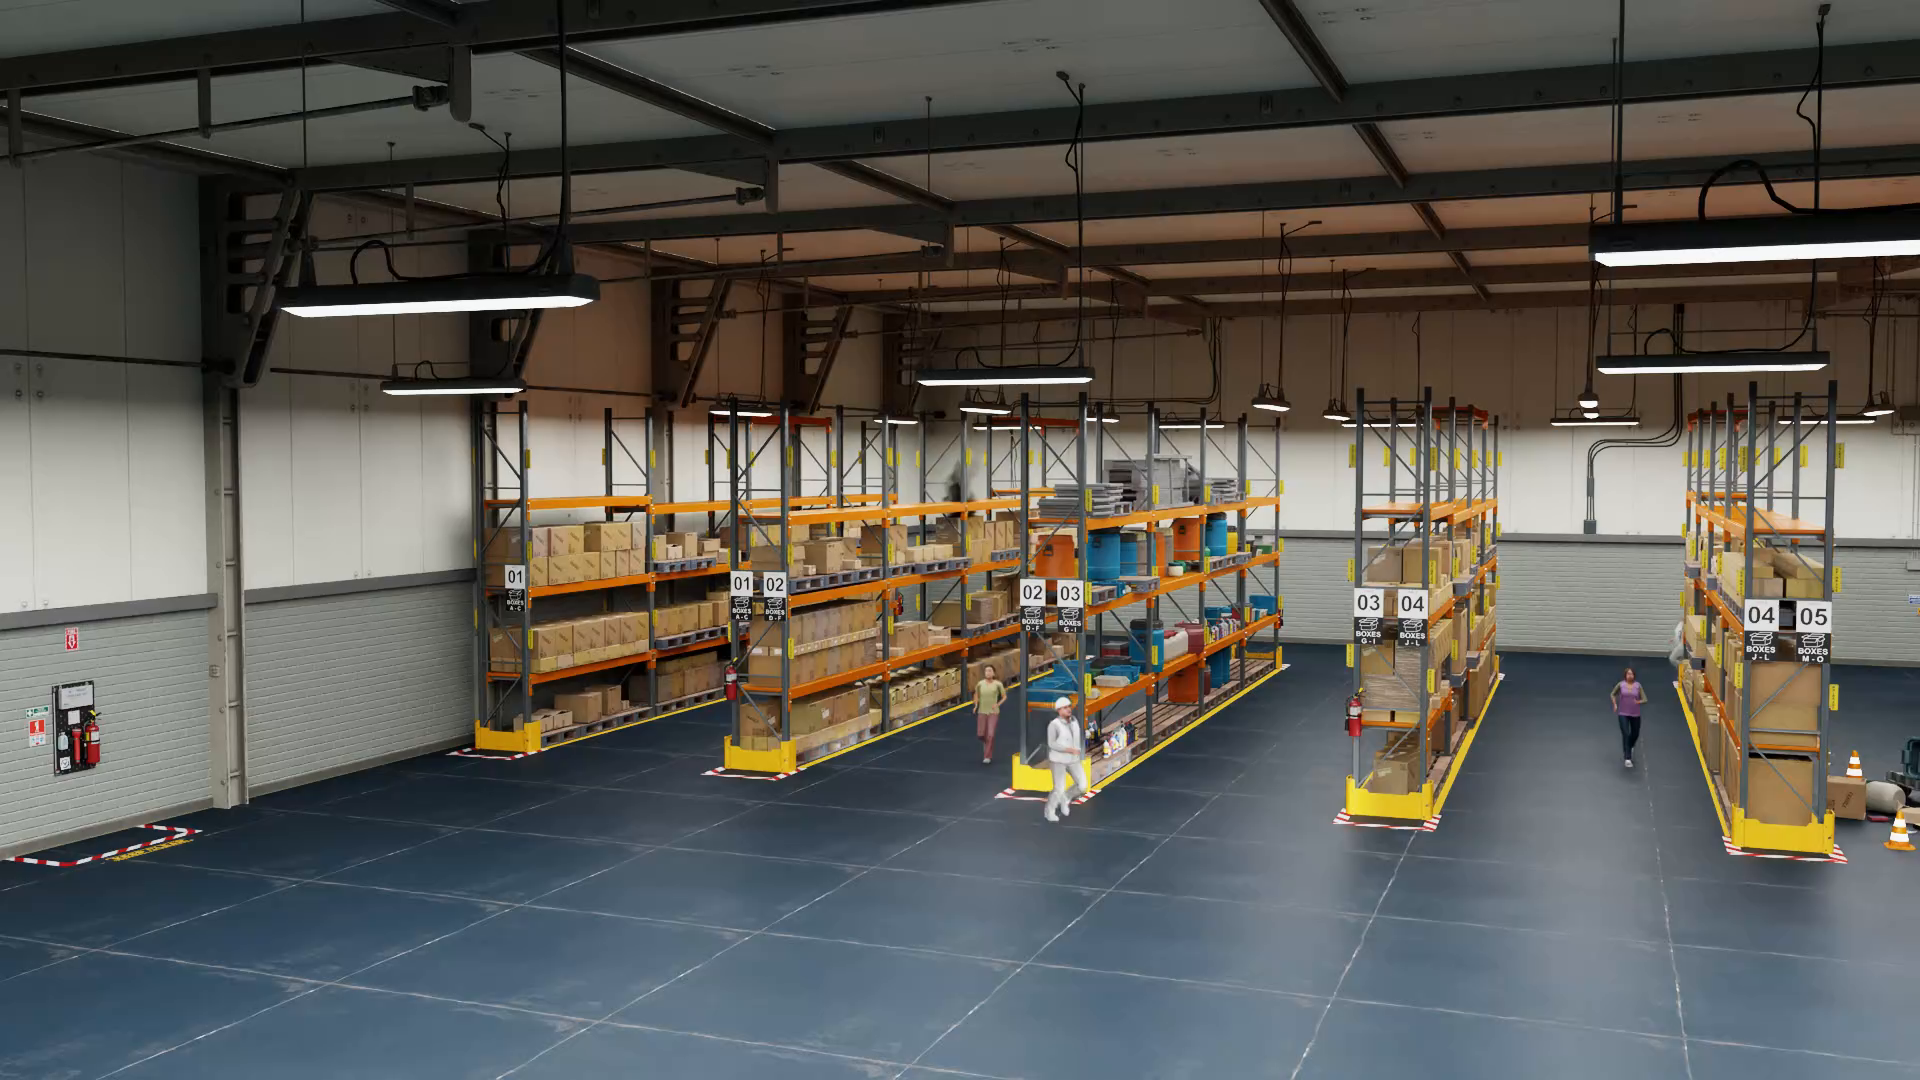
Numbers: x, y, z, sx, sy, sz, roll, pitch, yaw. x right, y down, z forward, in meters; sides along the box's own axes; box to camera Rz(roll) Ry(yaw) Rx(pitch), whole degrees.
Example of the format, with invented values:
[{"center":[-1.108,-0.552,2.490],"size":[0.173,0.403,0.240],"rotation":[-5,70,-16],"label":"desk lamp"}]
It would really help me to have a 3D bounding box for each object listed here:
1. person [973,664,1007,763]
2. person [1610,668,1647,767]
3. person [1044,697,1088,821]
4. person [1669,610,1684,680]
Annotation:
[{"center":[0.485,2.859,27.420],"size":[0.580,1.621,0.558],"rotation":[1,3,13],"label":"person"},{"center":[10.937,2.871,27.195],"size":[0.543,1.576,0.877],"rotation":[1,3,14],"label":"person"},{"center":[1.471,3.017,22.837],"size":[0.683,1.731,0.752],"rotation":[-2,3,-34],"label":"person"},{"center":[16.238,2.379,37.386],"size":[0.578,1.626,0.667],"rotation":[0,3,4],"label":"person"}]
